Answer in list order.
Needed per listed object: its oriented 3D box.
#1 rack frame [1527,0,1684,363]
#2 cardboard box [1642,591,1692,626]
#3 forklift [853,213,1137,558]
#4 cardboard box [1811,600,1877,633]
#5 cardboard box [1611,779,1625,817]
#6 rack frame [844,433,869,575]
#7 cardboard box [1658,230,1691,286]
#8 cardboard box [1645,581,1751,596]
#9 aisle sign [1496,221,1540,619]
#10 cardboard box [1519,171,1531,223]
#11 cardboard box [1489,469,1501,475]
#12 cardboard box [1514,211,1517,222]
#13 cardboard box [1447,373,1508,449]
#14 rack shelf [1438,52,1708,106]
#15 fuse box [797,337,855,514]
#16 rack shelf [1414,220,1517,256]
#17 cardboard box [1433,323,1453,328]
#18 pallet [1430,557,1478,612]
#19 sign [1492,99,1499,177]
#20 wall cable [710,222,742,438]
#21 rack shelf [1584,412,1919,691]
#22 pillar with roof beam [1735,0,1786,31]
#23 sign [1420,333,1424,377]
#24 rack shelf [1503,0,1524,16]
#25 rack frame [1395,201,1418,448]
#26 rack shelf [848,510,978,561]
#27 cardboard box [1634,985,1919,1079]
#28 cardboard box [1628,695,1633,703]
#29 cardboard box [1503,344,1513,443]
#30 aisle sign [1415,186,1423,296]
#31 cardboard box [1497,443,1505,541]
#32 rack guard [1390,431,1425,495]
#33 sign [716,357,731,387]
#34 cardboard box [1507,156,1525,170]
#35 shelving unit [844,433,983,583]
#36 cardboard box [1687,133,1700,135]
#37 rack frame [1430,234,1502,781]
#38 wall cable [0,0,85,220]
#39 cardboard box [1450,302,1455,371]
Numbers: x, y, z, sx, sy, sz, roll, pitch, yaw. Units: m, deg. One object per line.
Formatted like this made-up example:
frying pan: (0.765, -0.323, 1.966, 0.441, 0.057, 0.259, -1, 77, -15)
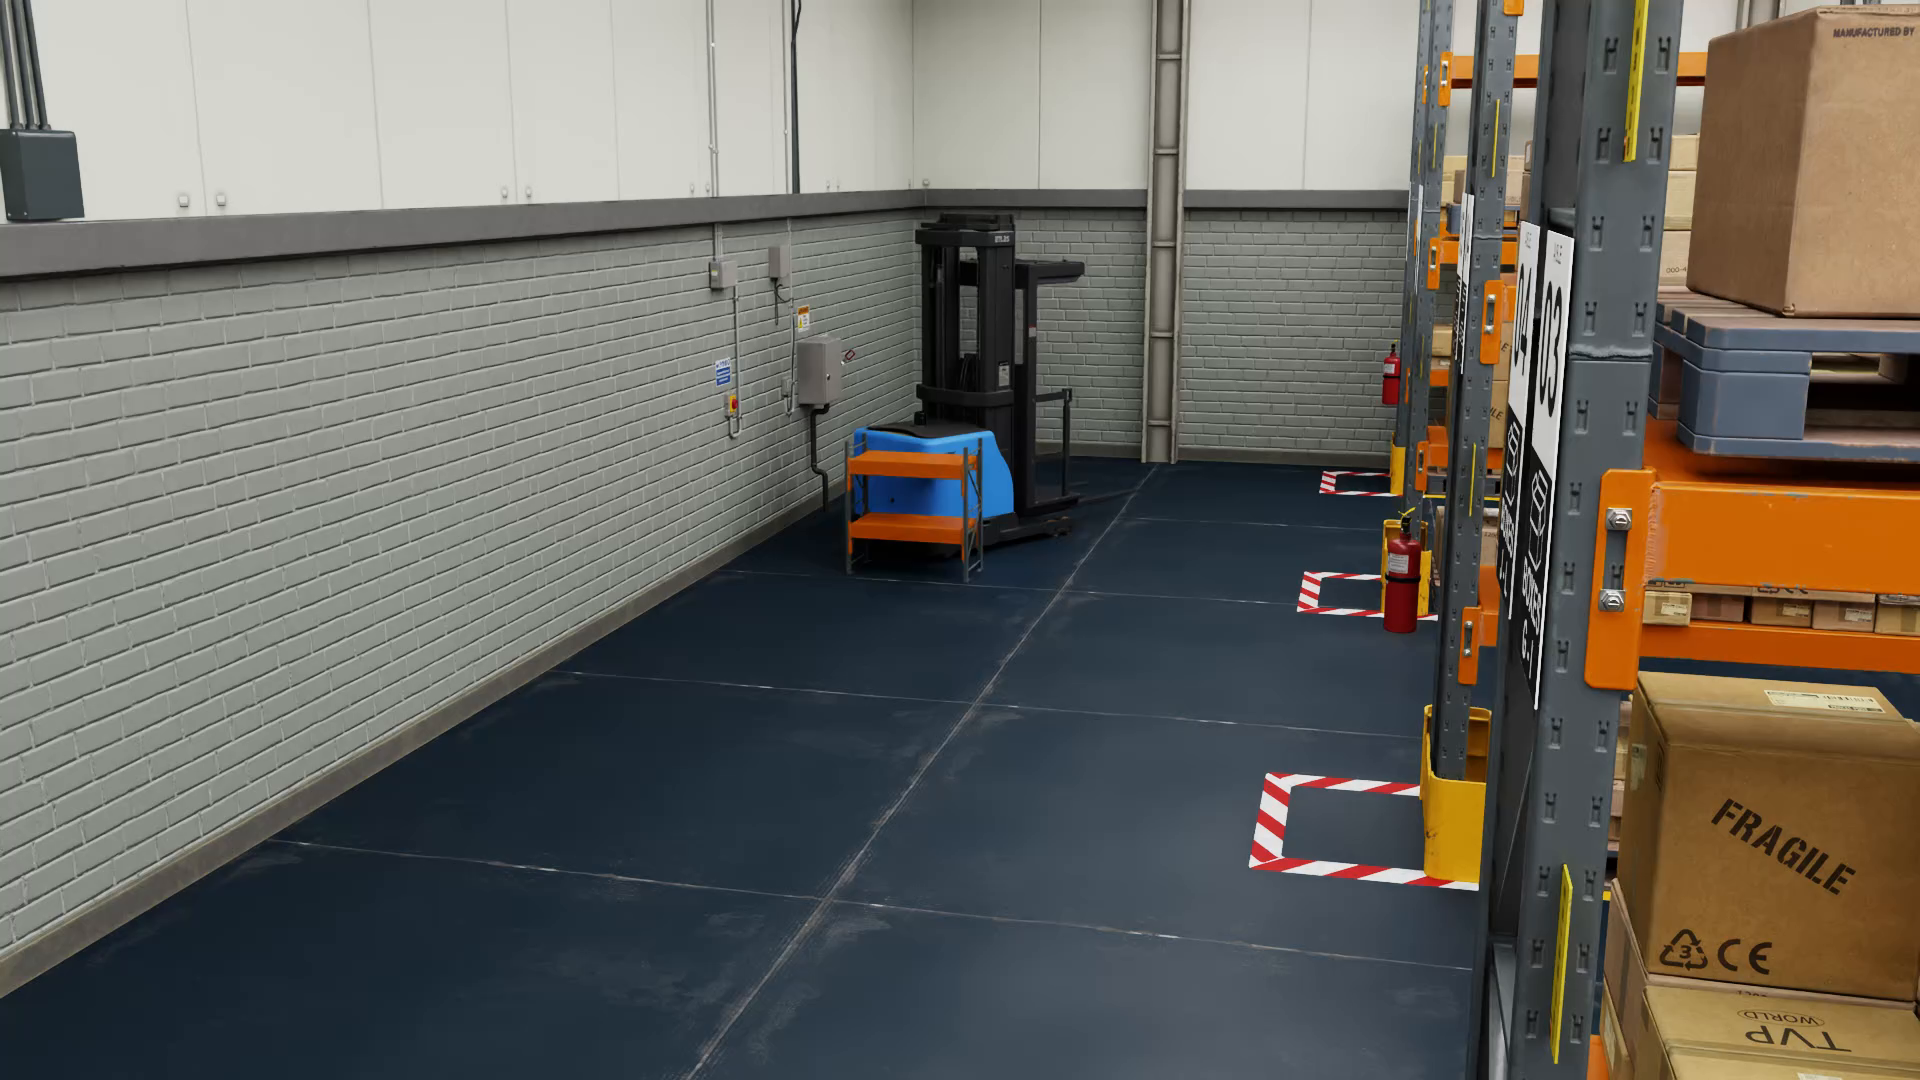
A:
rack frame: (1.168, -1.857, 2.828, 0.127, 3.000, 1.000, 3, 13, 14)
cardboard box: (3.196, 0.272, 7.662, 0.250, 0.149, 0.380, 3, 13, 12)
forklift: (0.442, -1.526, 15.344, 3.031, 2.935, 1.130, -12, 17, -43)
cardboard box: (3.970, 0.295, 7.560, 0.250, 0.149, 0.380, 3, 13, 12)
cardboard box: (3.154, 1.183, 7.903, 0.250, 0.149, 0.380, 3, 13, 13)
rack frame: (-0.871, -0.312, 14.042, 0.032, 1.125, 0.500, 3, 13, 15)
cardboard box: (3.339, -1.252, 7.372, 0.500, 0.250, 0.500, 3, 13, 15)
cardboard box: (3.350, -0.056, 7.644, 0.500, 0.500, 0.500, 3, 13, 14)
aisle sign: (1.170, -0.264, 3.497, 0.004, 0.787, 0.394, 3, 13, 14)
cardboard box: (2.963, -1.631, 7.926, 0.500, 0.250, 0.500, 3, 13, 12)
cardboard box: (5.702, -0.787, 17.470, 0.250, 0.149, 0.380, 3, 13, 11)
cardboard box: (5.705, -3.273, 16.715, 0.250, 0.149, 0.380, 3, 13, 15)
cardboard box: (3.940, -0.976, 12.475, 0.500, 0.500, 0.500, 3, 13, 13)
rack shelf: (5.484, -3.291, 11.874, 4.000, 0.370, 1.077, 3, 13, 14)
fuse box: (-1.293, -1.105, 16.264, 0.414, 1.711, 0.539, 3, 13, 14)
rack shelf: (6.670, -3.066, 16.861, 4.000, 0.370, 1.077, 3, 13, 14)
cardboard box: (5.238, -2.160, 17.704, 0.500, 0.250, 0.500, 3, 13, 15)
pallet: (4.337, 0.374, 13.060, 1.213, 0.211, 1.003, 3, 13, 14)
sign: (2.325, -1.743, 7.221, 0.005, 0.325, 0.100, 3, 13, 14)
wall cable: (-1.938, -1.811, 14.054, 0.123, 1.953, 0.585, 3, 13, 14)
rack shelf: (3.110, 0.062, 2.763, 4.000, 0.370, 1.077, 3, 13, 14)
pillar with roof beam: (7.120, -4.098, 12.927, 0.400, 9.000, 9.100, 3, 13, 14)
sign: (3.403, -1.357, 12.243, 0.005, 0.325, 0.100, 3, 13, 14)
rack shelf: (4.396, -2.438, 7.116, 4.000, 0.370, 1.077, 3, 13, 14)
rack frame: (4.728, -2.056, 17.576, 0.127, 3.000, 1.000, 3, 13, 14)
rack shelf: (-0.381, -0.044, 13.960, 1.000, 0.278, 0.538, 3, 13, 15)
cardboard box: (1.569, 1.082, 3.093, 0.500, 0.250, 0.500, 3, 13, 12)
cardboard box: (3.541, 0.916, 8.417, 0.250, 0.149, 0.380, 3, 13, 12)
cardboard box: (2.958, -0.677, 8.132, 0.500, 0.500, 0.500, 3, 13, 12)
aisle sign: (3.403, -2.224, 12.331, 0.004, 0.787, 0.394, 3, 13, 14)
cardboard box: (2.952, -0.191, 8.251, 0.500, 0.500, 0.500, 3, 13, 15)
rack guard: (4.802, -0.832, 17.829, 0.348, 0.500, 1.175, 3, 13, 14)
sign: (-2.009, -1.425, 14.106, 0.001, 0.218, 0.327, 3, 13, 14)
cardboard box: (5.588, -3.730, 16.702, 0.500, 0.250, 0.500, 3, 13, 13)
shelving unit: (-0.381, -0.282, 13.907, 1.048, 1.125, 0.538, 3, 13, 15)
cardboard box: (5.464, -2.643, 11.865, 0.500, 0.500, 0.500, 3, 13, 15)
rack frame: (2.454, 0.034, 8.155, 0.127, 3.000, 1.000, 3, 13, 14)
wall cable: (-3.496, -4.446, 7.069, 0.120, 5.999, 2.277, 3, 13, 14)
cardboard box: (4.067, -1.574, 12.864, 0.500, 0.500, 0.500, 4, 13, 15)
